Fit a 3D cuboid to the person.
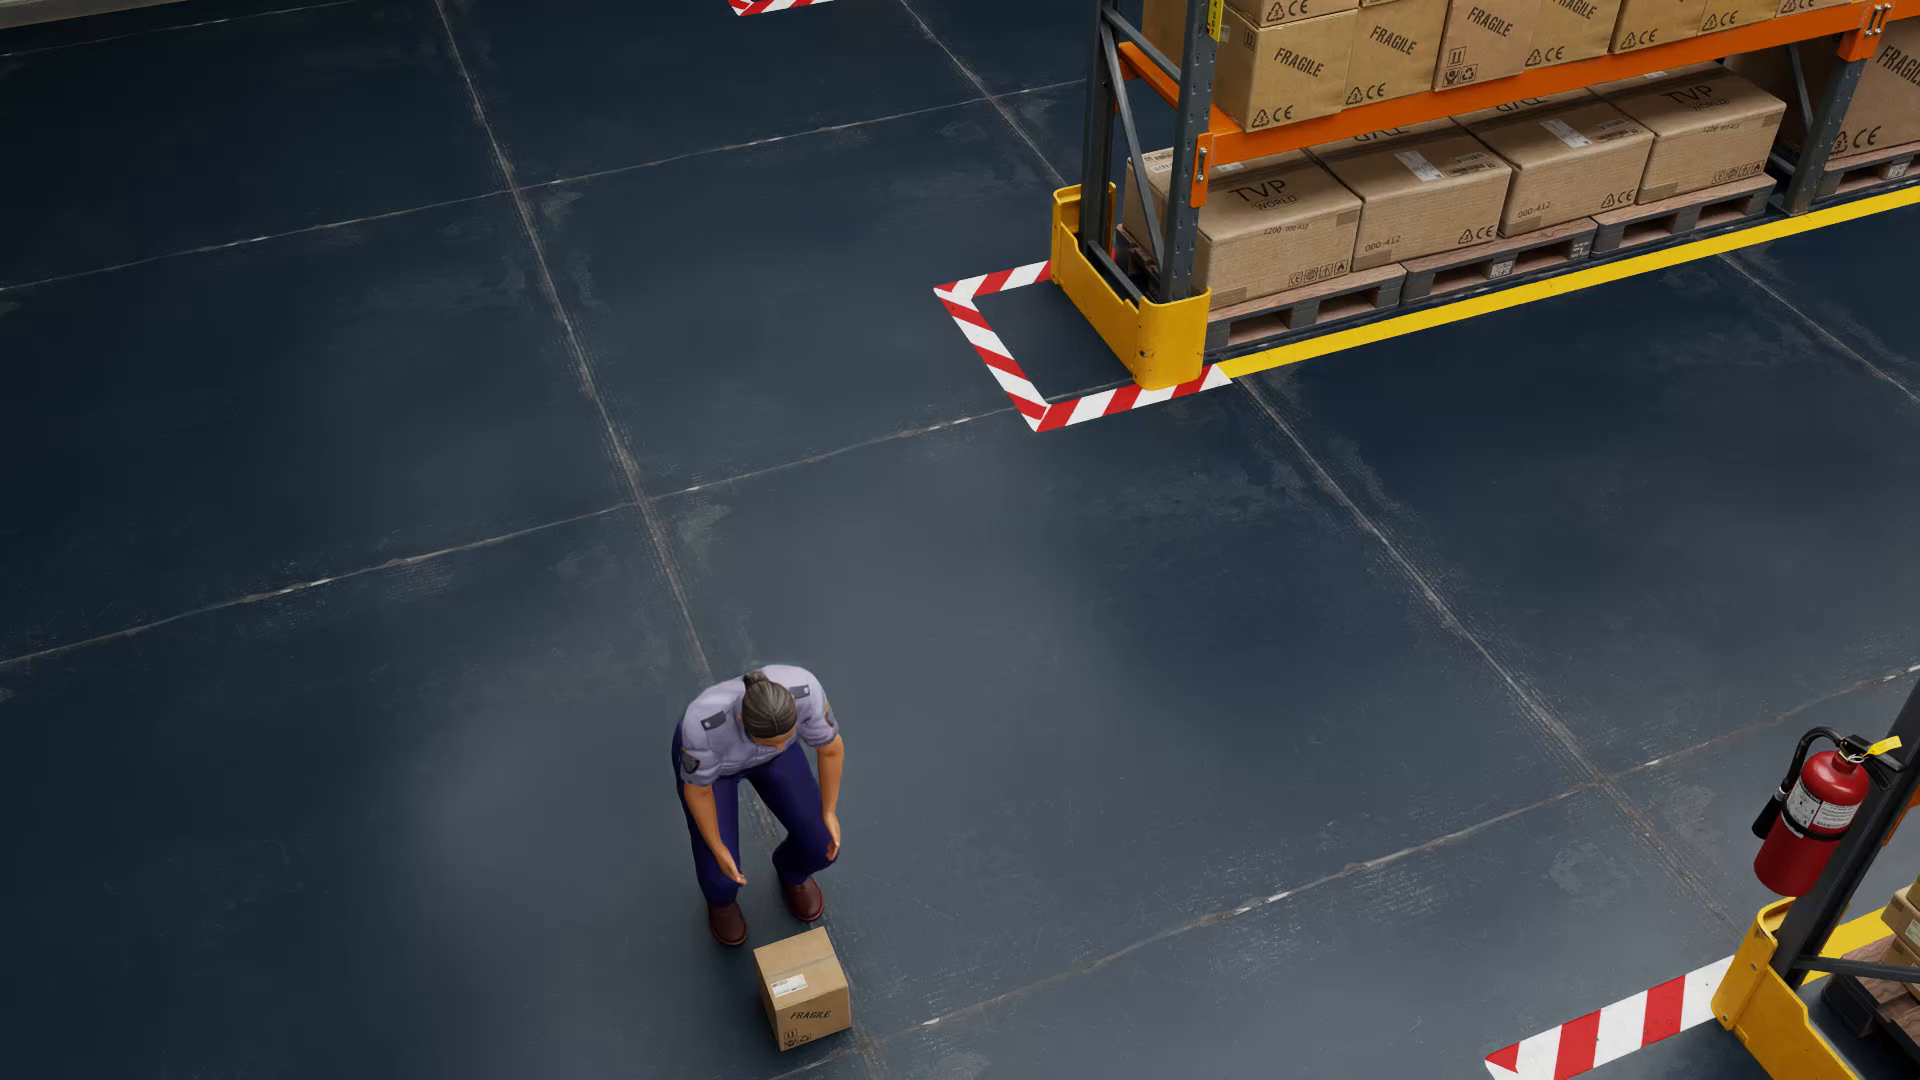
[{"bbox_3d":[-0.661,0.805,5.494,0.534,1.368,0.655,-15,44,-16],"label":"person"}]
